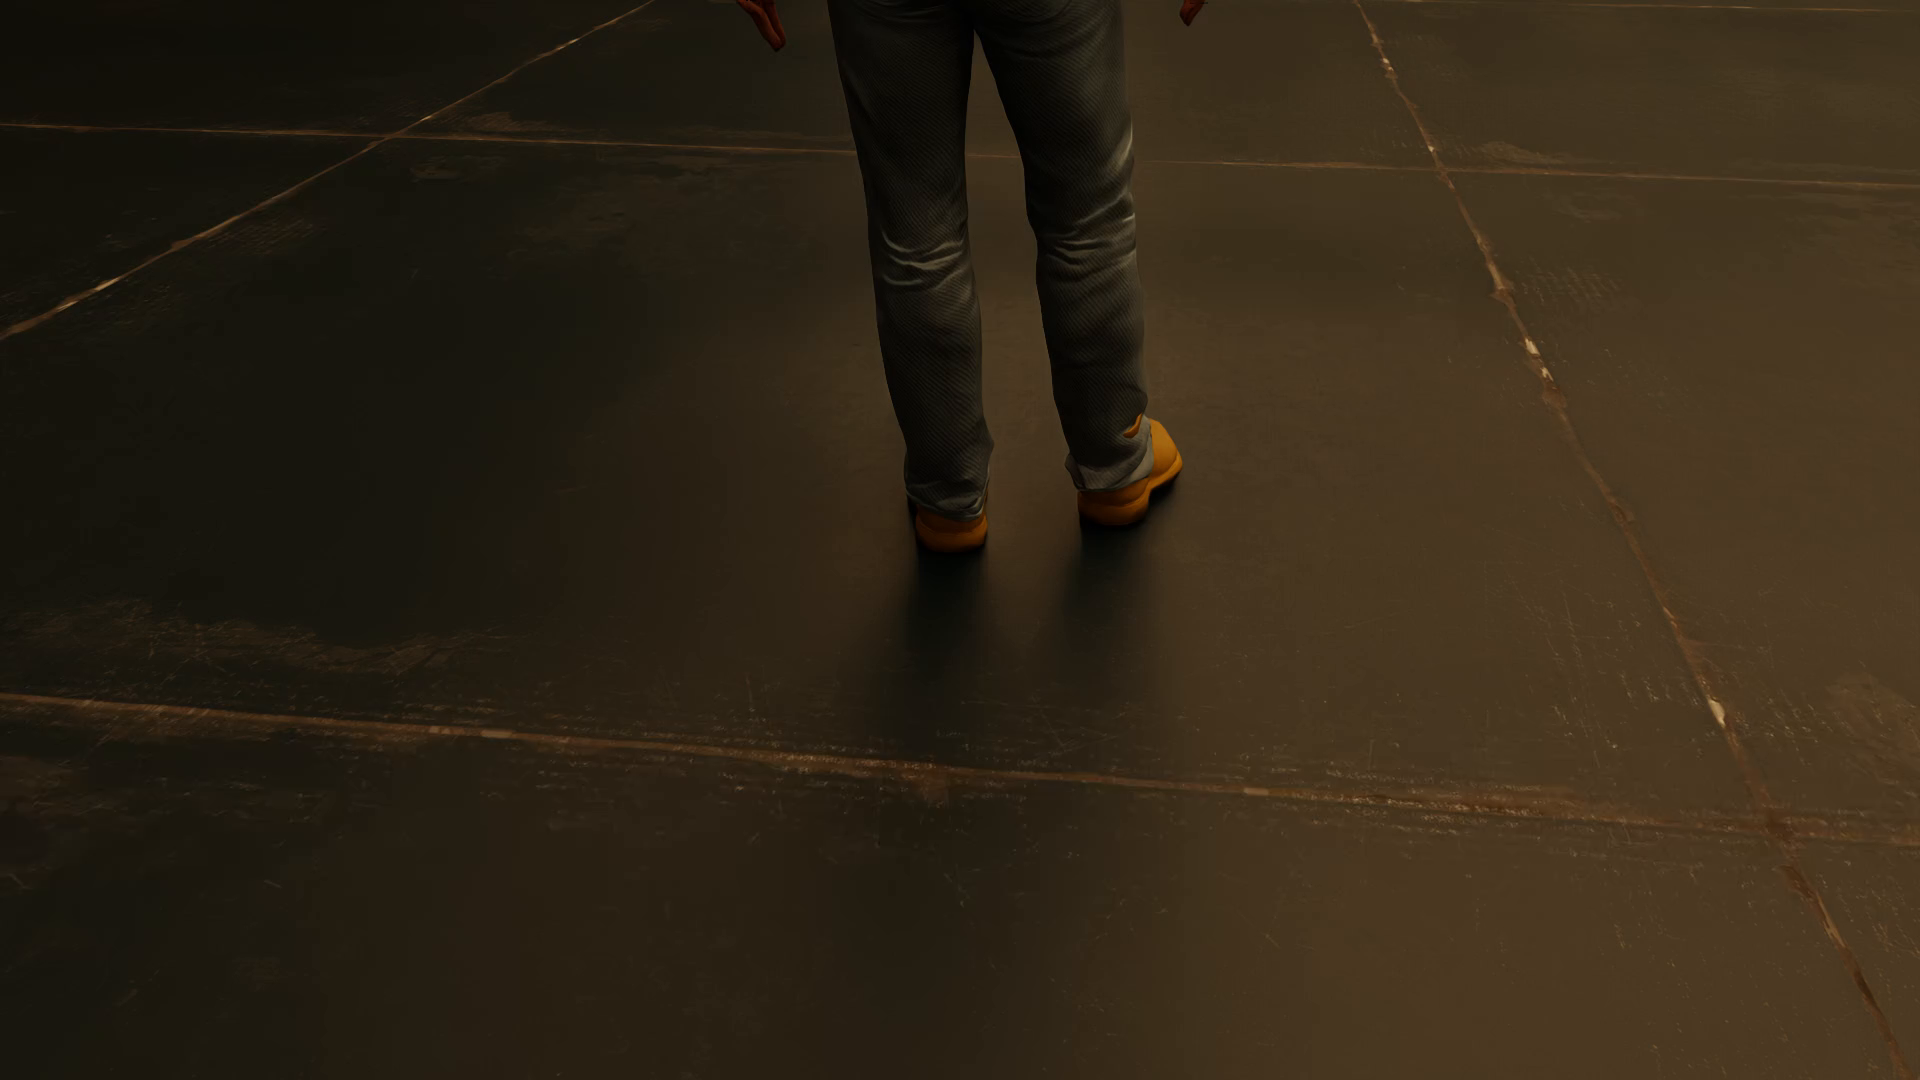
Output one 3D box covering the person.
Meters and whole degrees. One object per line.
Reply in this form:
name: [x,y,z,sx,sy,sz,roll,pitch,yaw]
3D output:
person: [0.014,-0.827,2.164,0.666,1.768,0.575,3,27,7]
